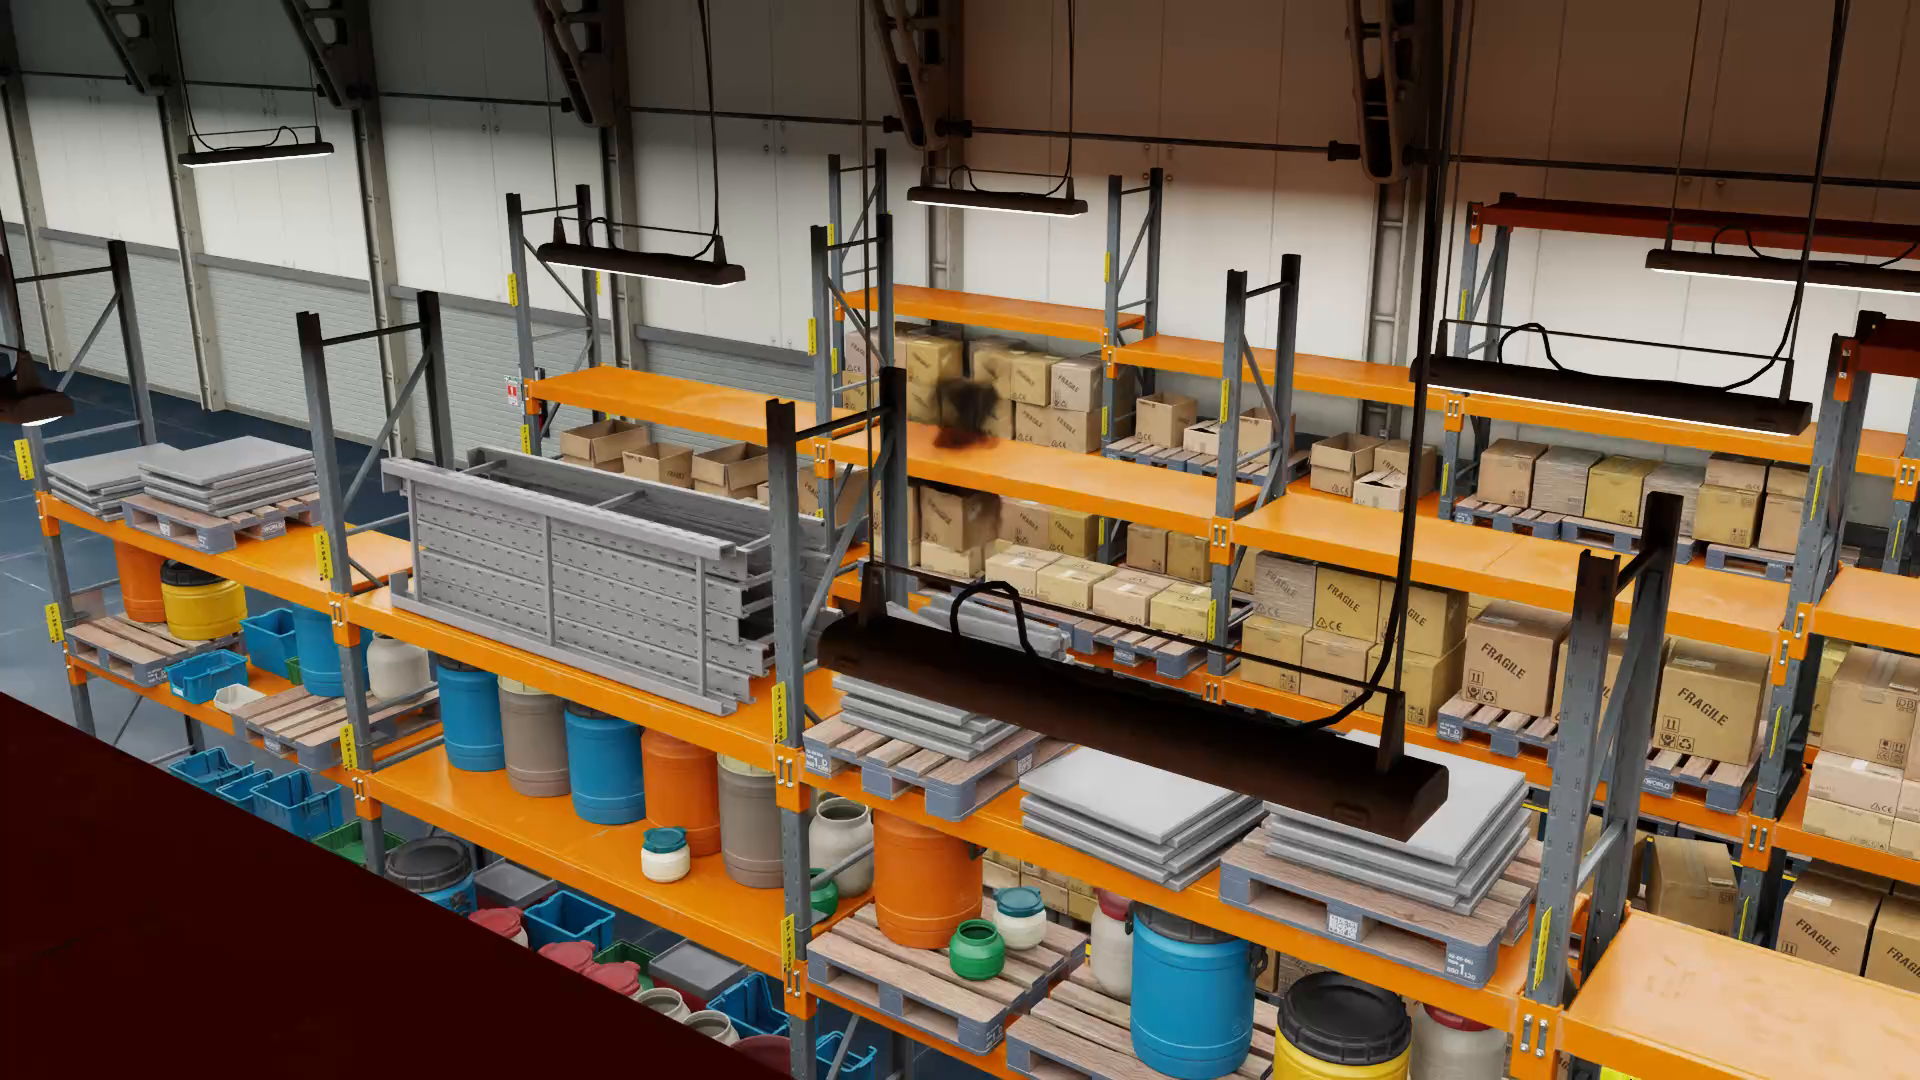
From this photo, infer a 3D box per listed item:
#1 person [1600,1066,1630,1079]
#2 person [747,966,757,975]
[{"bbox_3d":[3.915,3.982,10.438,0.683,1.754,0.676,9,20,25],"label":"person"},{"bbox_3d":[-1.986,2.879,13.805,0.805,1.748,0.612,10,21,28],"label":"person"}]
